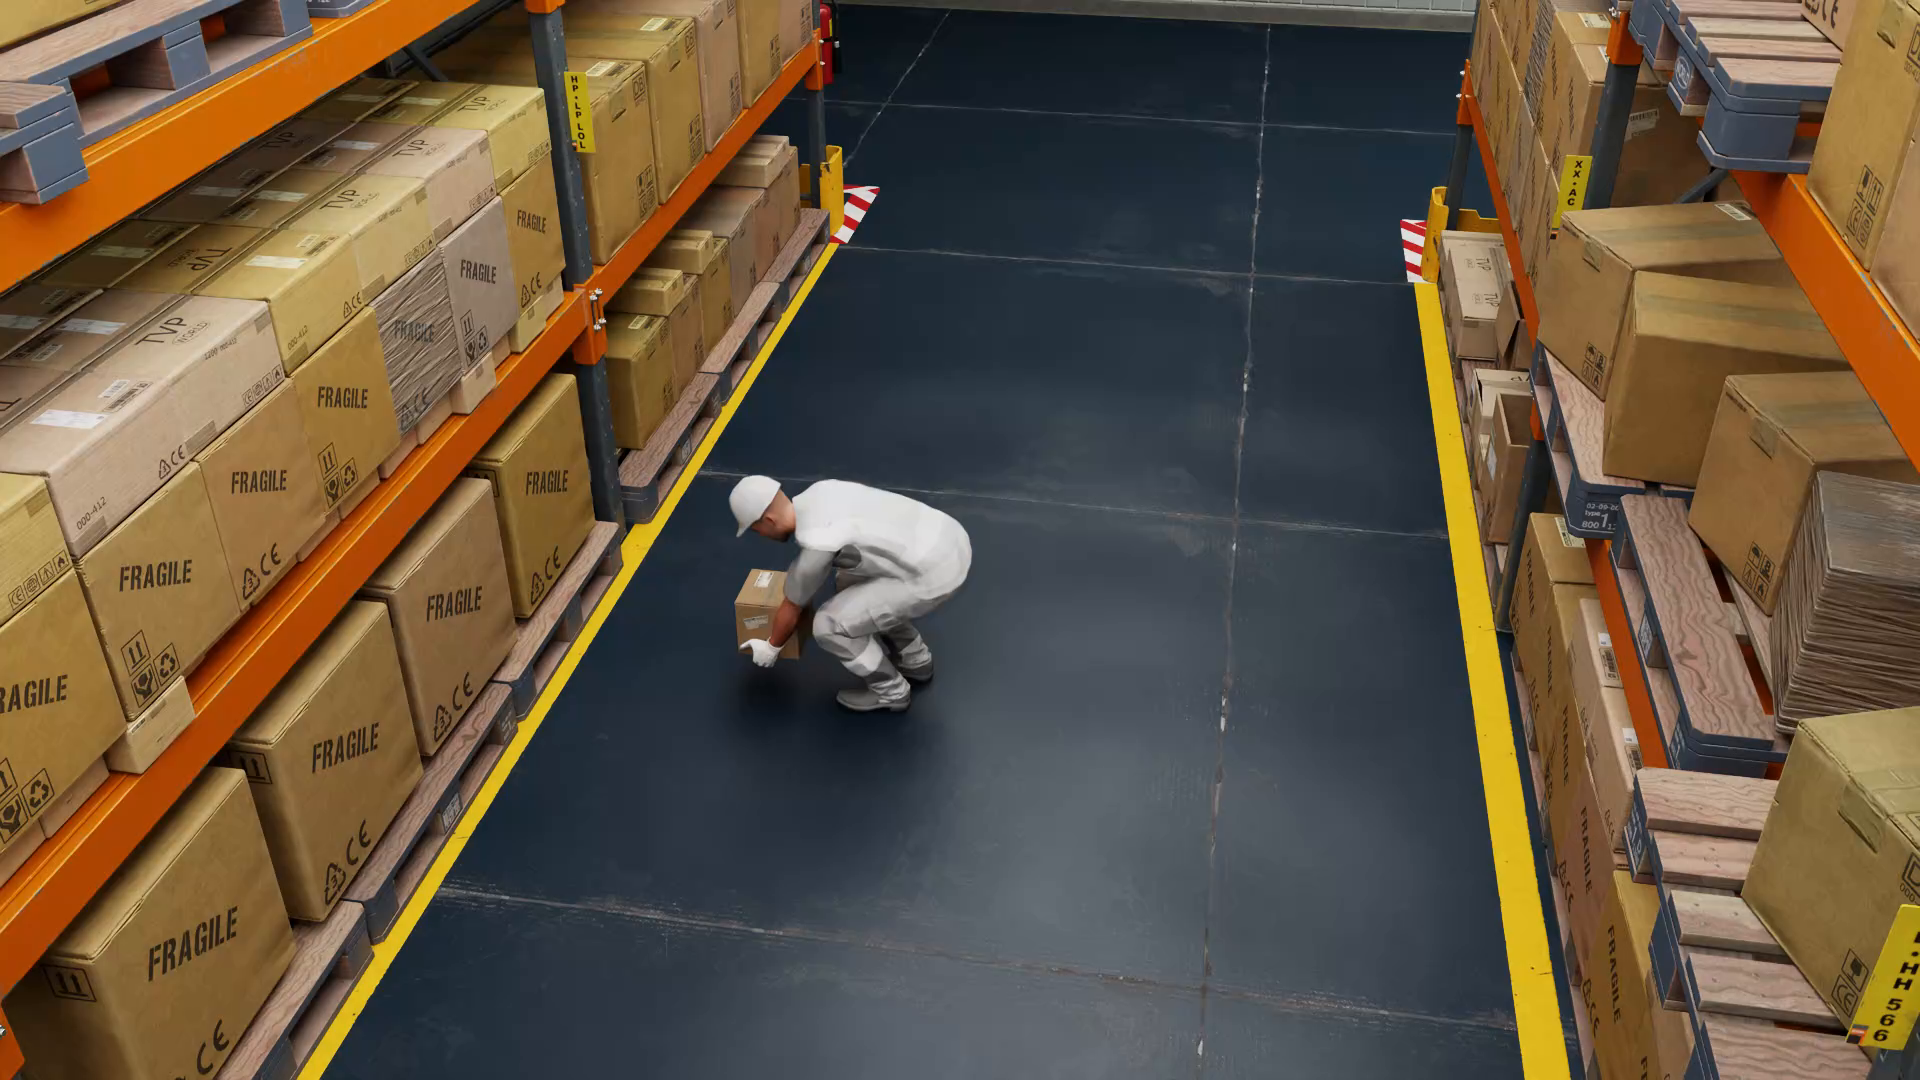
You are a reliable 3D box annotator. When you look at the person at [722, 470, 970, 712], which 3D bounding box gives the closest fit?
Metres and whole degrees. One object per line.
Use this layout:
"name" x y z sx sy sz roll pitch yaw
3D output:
"person" -0.443 0.180 6.575 0.946 0.994 0.515 4 32 6
